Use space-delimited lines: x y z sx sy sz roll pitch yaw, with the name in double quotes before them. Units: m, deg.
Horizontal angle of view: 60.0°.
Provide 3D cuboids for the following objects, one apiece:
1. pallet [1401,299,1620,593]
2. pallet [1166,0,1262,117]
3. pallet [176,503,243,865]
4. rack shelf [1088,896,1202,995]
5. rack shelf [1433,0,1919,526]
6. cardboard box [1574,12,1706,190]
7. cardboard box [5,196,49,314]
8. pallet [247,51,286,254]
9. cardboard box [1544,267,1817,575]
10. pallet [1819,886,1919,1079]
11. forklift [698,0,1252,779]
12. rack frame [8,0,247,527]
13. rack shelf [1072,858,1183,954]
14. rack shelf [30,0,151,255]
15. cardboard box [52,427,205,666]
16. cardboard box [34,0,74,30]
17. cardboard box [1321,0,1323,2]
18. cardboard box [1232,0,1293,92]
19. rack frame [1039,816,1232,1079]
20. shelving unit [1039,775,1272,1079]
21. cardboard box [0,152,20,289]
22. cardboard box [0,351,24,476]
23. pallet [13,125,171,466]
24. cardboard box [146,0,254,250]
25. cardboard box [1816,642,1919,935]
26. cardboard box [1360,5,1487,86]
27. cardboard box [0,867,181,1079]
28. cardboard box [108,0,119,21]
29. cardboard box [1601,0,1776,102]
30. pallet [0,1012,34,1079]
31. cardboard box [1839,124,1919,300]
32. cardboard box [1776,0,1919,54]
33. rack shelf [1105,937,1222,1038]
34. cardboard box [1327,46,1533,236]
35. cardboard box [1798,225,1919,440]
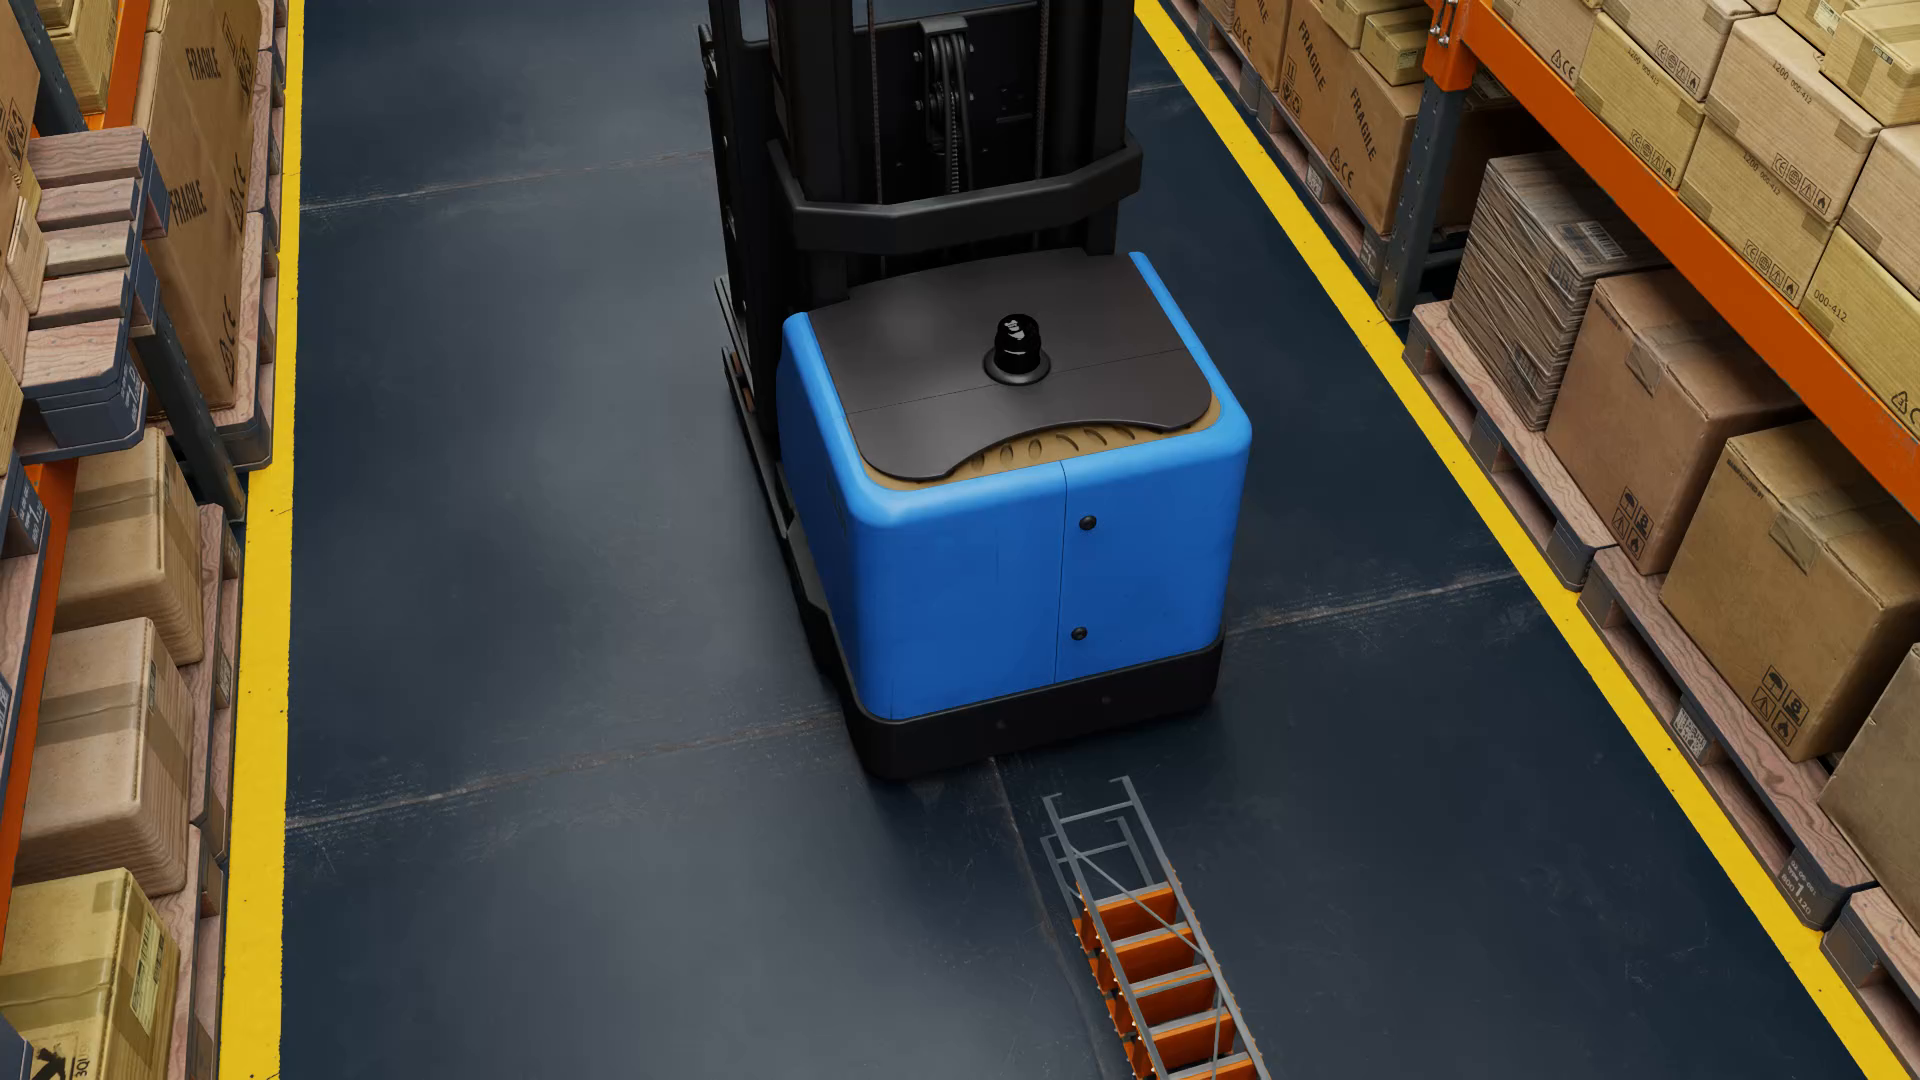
"pallet" 2.193 -0.412 5.506 1.003 0.211 1.213 -11 47 -10
"pallet" 1.557 -2.350 7.406 1.003 0.211 1.213 -11 47 -10
"pallet" -2.579 0.463 4.649 1.003 0.211 1.213 -11 47 -10
"rack shelf" 0.457 1.008 4.127 0.258 0.180 0.103 -13 47 -12
"rack shelf" 2.532 -0.331 3.978 1.077 0.370 4.000 -11 47 -10
"cardboard box" 2.021 -1.212 4.442 0.500 0.250 0.500 -12 47 -11
"cardboard box" -2.220 -0.591 3.611 0.380 0.149 0.250 -11 47 -11
"pallet" -3.215 -1.476 6.549 1.003 0.211 1.213 -11 47 -10
"cardboard box" 2.341 -0.396 4.907 0.875 0.625 0.625 -9 46 -9
"pallet" 2.818 1.273 3.855 1.003 0.211 1.213 -11 47 -10
"forklift" -0.179 -1.452 4.621 1.130 2.935 3.031 -12 47 -12
"rack frame" -2.777 -1.053 4.182 1.000 3.000 0.127 -11 47 -10
"rack shelf" 0.421 0.926 4.207 0.258 0.180 0.103 -13 47 -12
"rack shelf" -3.289 -2.182 5.792 1.077 0.370 4.000 -11 47 -10
"cardboard box" -2.642 0.111 4.586 0.950 0.372 0.625 -14 47 -13
"cardboard box" -2.668 -1.571 4.444 0.500 0.250 0.500 -11 47 -11
"cardboard box" 1.524 -2.130 6.239 0.380 0.149 0.250 -12 47 -12
"cardboard box" 1.449 -2.196 6.758 0.500 0.500 0.500 -9 46 -9
"rack frame" 0.506 1.184 4.082 0.240 0.006 1.200 -13 47 -12
"shelving unit" 0.506 1.120 4.017 0.258 0.189 1.200 -13 47 -12
"cardboard box" -2.249 -0.721 3.284 0.500 0.500 0.500 -11 47 -11
"cardboard box" -2.079 -0.229 3.256 0.380 0.149 0.250 -10 46 -10
"pallet" -2.492 -0.514 3.787 1.213 0.211 1.003 -11 47 -10
"cardboard box" -3.098 -1.565 5.877 0.875 0.875 0.875 -10 46 -10
"cardboard box" 2.708 0.587 3.943 0.875 0.625 0.625 -11 47 -11
"cardboard box" 1.649 -1.757 5.874 0.380 0.149 0.250 -13 47 -12
"cardboard box" -2.257 1.144 3.574 0.950 0.372 0.625 -9 46 -9
"cardboard box" -2.808 -1.736 4.956 0.500 0.250 0.500 -12 47 -11
"cardboard box" 2.024 -1.389 4.266 0.500 0.250 0.500 -9 46 -9
"pallet" -1.808 1.221 2.087 1.003 0.211 1.213 -11 47 -10
"cardboard box" 2.296 -0.676 3.567 0.500 0.250 0.500 -10 46 -10
"cardboard box" 2.149 -1.249 3.849 0.380 0.149 0.250 -10 46 -10
"rack shelf" 0.493 1.089 4.047 0.258 0.180 0.103 -13 47 -12
"cardboard box" 1.704 -1.488 6.064 0.500 0.500 0.500 -9 46 -9
"cardboard box" 2.291 -0.499 3.744 0.500 0.250 0.500 -9 46 -9
